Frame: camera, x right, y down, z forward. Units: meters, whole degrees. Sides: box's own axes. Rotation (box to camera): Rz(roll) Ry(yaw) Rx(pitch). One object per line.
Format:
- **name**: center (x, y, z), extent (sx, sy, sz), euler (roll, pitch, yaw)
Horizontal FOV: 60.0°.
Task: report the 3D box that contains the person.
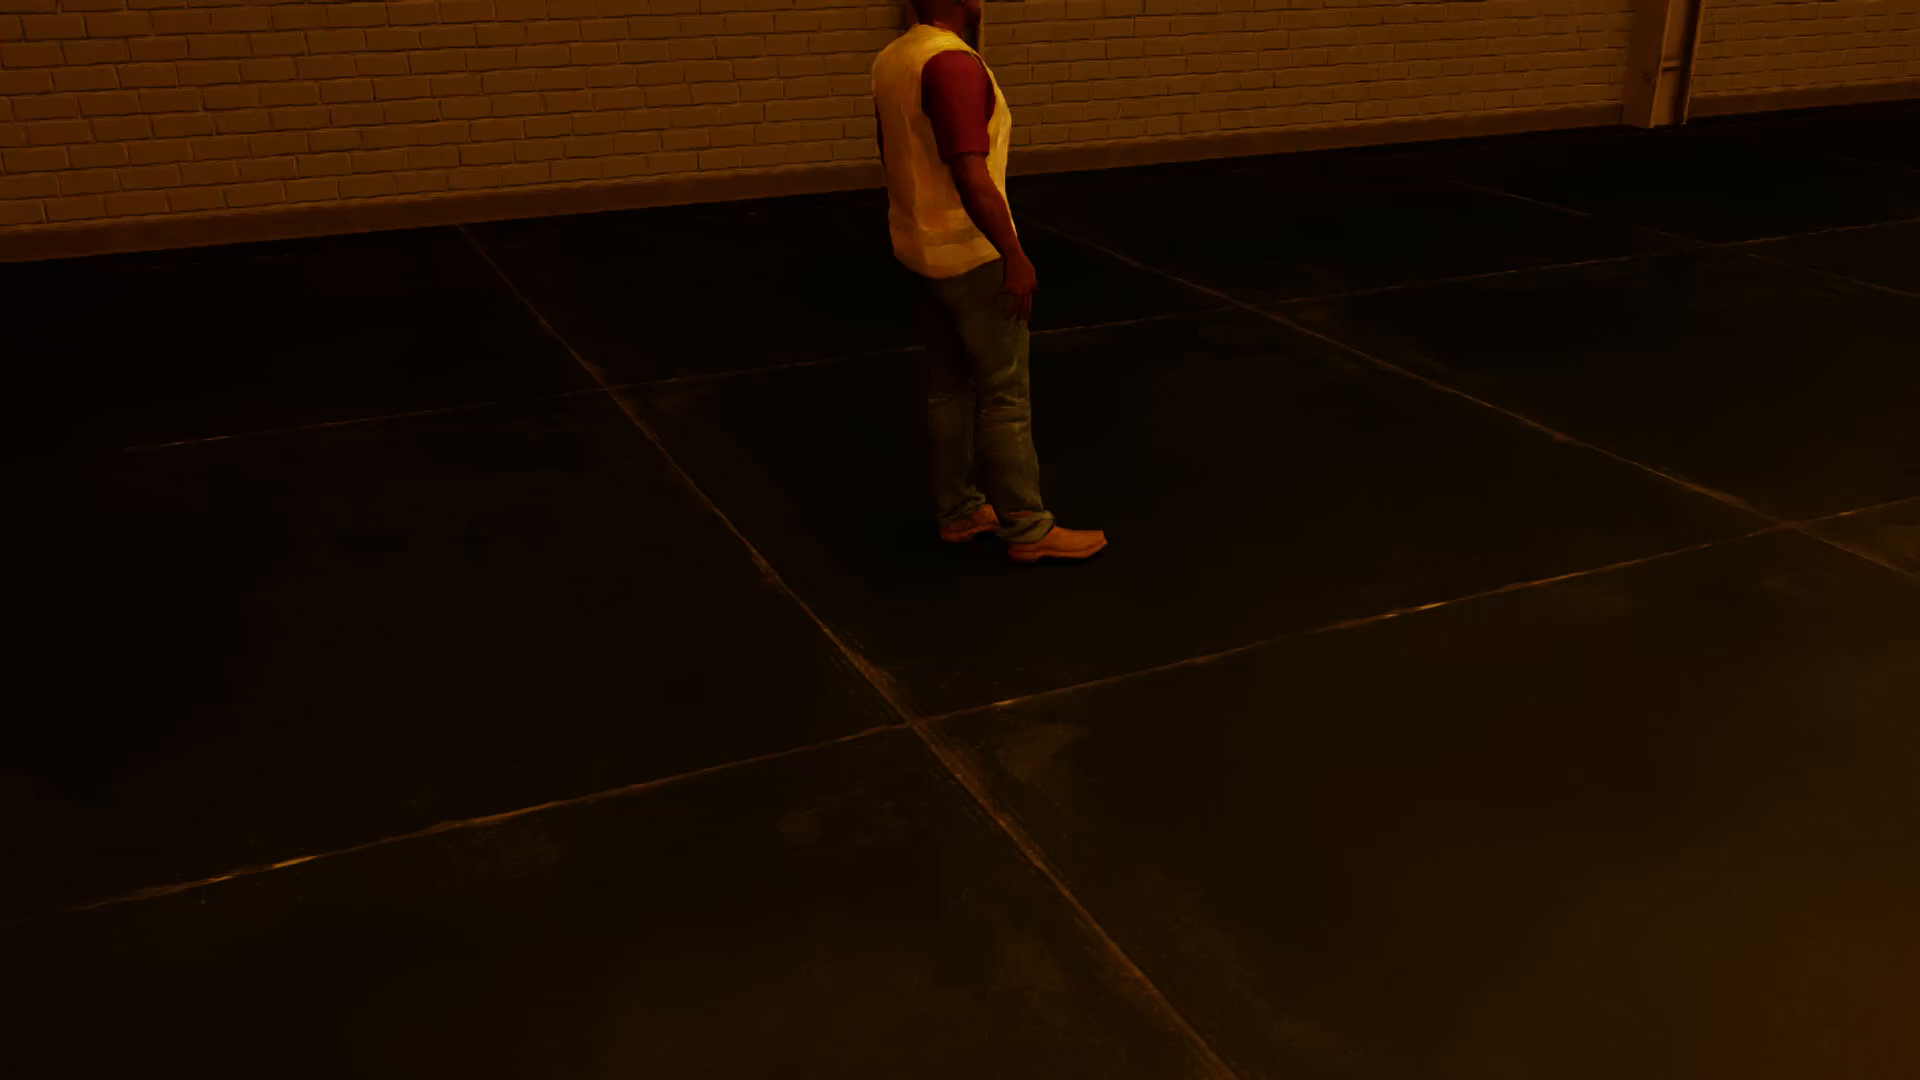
- **person**: center (0.065, -0.831, 4.788), extent (0.576, 1.766, 0.665), euler (-10, 25, -23)
